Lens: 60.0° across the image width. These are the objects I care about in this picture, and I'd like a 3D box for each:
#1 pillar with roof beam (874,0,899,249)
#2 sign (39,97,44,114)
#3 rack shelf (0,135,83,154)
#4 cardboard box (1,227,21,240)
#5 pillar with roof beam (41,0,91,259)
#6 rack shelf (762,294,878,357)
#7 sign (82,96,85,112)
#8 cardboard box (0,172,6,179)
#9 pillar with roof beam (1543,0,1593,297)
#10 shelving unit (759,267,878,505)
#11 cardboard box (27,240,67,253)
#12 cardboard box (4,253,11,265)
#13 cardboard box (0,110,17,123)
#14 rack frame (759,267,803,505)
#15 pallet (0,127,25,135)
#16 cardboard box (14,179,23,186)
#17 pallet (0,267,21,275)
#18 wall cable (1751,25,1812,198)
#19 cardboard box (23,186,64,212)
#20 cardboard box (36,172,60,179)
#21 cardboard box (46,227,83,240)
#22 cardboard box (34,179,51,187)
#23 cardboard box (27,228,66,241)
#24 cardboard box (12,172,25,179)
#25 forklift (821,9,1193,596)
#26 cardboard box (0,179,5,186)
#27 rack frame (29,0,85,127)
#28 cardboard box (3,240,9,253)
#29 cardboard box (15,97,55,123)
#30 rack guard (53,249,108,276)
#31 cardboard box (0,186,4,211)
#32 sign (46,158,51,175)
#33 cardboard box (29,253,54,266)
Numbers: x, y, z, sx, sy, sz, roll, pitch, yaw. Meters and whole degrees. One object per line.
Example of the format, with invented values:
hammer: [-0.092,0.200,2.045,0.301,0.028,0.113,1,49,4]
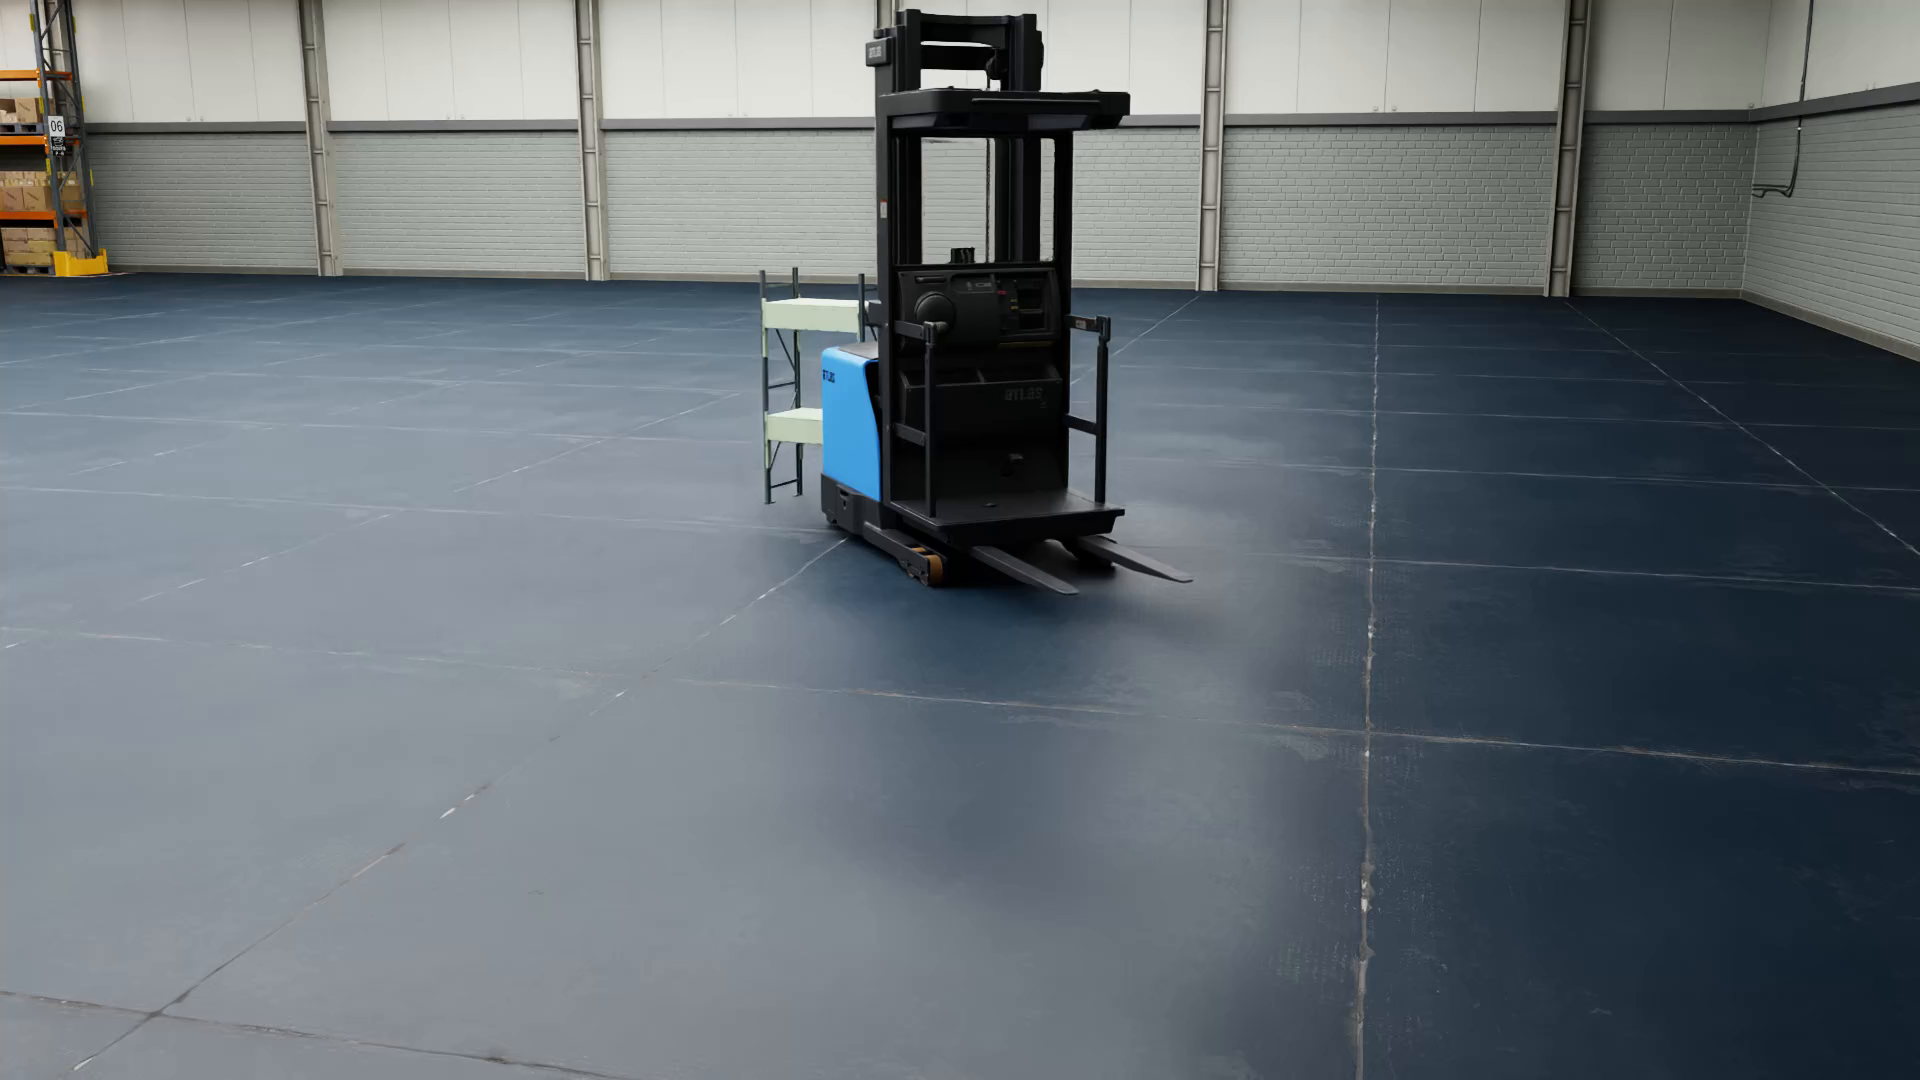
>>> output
pillar with roof beam: [-2.375,-8.329,26.498,0.400,9.000,9.100,3,13,14]
sign: [-18.503,-8.758,33.498,0.005,0.325,0.100,3,13,14]
rack shelf: [-20.301,-8.231,34.642,4.000,0.370,1.077,3,13,14]
cardboard box: [-19.871,-6.372,34.600,0.500,0.250,0.500,3,13,14]
pillar with roof beam: [-19.851,-9.263,30.708,0.400,9.000,9.100,3,13,14]
rack shelf: [-0.835,-1.344,10.526,0.720,0.370,0.431,7,14,28]
sign: [-18.221,-9.060,34.518,0.005,0.325,0.100,3,13,14]
cardboard box: [-19.768,-7.532,34.340,0.250,0.149,0.380,3,13,15]
pillar with roof beam: [9.275,-7.706,23.691,0.400,9.000,9.100,3,13,14]
shelving unit: [-0.835,-0.963,10.610,0.755,1.500,0.431,7,14,28]
cardboard box: [-18.907,-6.080,34.437,0.500,0.250,0.500,3,13,13]
cardboard box: [-19.855,-5.890,34.735,0.500,0.250,0.500,3,13,14]
cardboard box: [-19.483,-8.659,34.020,0.258,0.266,0.396,3,13,14]
rack frame: [-1.156,-1.001,10.781,0.023,1.500,0.400,7,14,28]
pallet: [-20.228,-8.540,34.579,1.213,0.211,1.003,3,13,14]
cardboard box: [-19.256,-7.372,34.306,0.250,0.149,0.380,3,13,15]
pallet: [-20.293,-5.747,35.150,1.213,0.211,1.003,3,13,14]
wall cable: [12.850,-6.664,26.165,0.112,2.526,3.097,3,13,14]
cardboard box: [-18.900,-7.033,34.276,0.500,0.500,0.500,3,13,12]
cardboard box: [-18.758,-7.499,34.192,0.250,0.149,0.380,3,13,14]
cardboard box: [-18.781,-6.429,34.857,0.500,0.250,0.500,3,13,13]
cardboard box: [-18.763,-7.338,34.156,0.250,0.149,0.380,3,13,14]
cardboard box: [-18.881,-6.323,34.377,0.500,0.250,0.500,4,13,15]
cardboard box: [-19.265,-7.513,34.256,0.250,0.149,0.380,3,13,15]
forklift: [0.198,-1.295,8.804,1.130,2.935,3.031,-5,14,-23]
cardboard box: [-19.764,-7.391,34.392,0.250,0.149,0.380,3,13,12]
rack frame: [-18.359,-9.942,33.771,0.127,3.000,1.000,3,13,14]
cardboard box: [-19.897,-6.131,34.665,0.500,0.250,0.500,3,13,12]
cardboard box: [-18.848,-8.752,33.902,0.500,0.500,0.500,3,13,15]
rack guard: [-18.336,-5.792,34.686,0.348,0.500,1.175,3,13,14]
cardboard box: [-19.899,-7.088,34.526,0.500,0.500,0.500,3,13,12]
sign: [-18.503,-7.581,33.759,0.005,0.325,0.100,3,13,14]
cardboard box: [-18.891,-5.834,34.484,0.500,0.250,0.500,3,13,14]
